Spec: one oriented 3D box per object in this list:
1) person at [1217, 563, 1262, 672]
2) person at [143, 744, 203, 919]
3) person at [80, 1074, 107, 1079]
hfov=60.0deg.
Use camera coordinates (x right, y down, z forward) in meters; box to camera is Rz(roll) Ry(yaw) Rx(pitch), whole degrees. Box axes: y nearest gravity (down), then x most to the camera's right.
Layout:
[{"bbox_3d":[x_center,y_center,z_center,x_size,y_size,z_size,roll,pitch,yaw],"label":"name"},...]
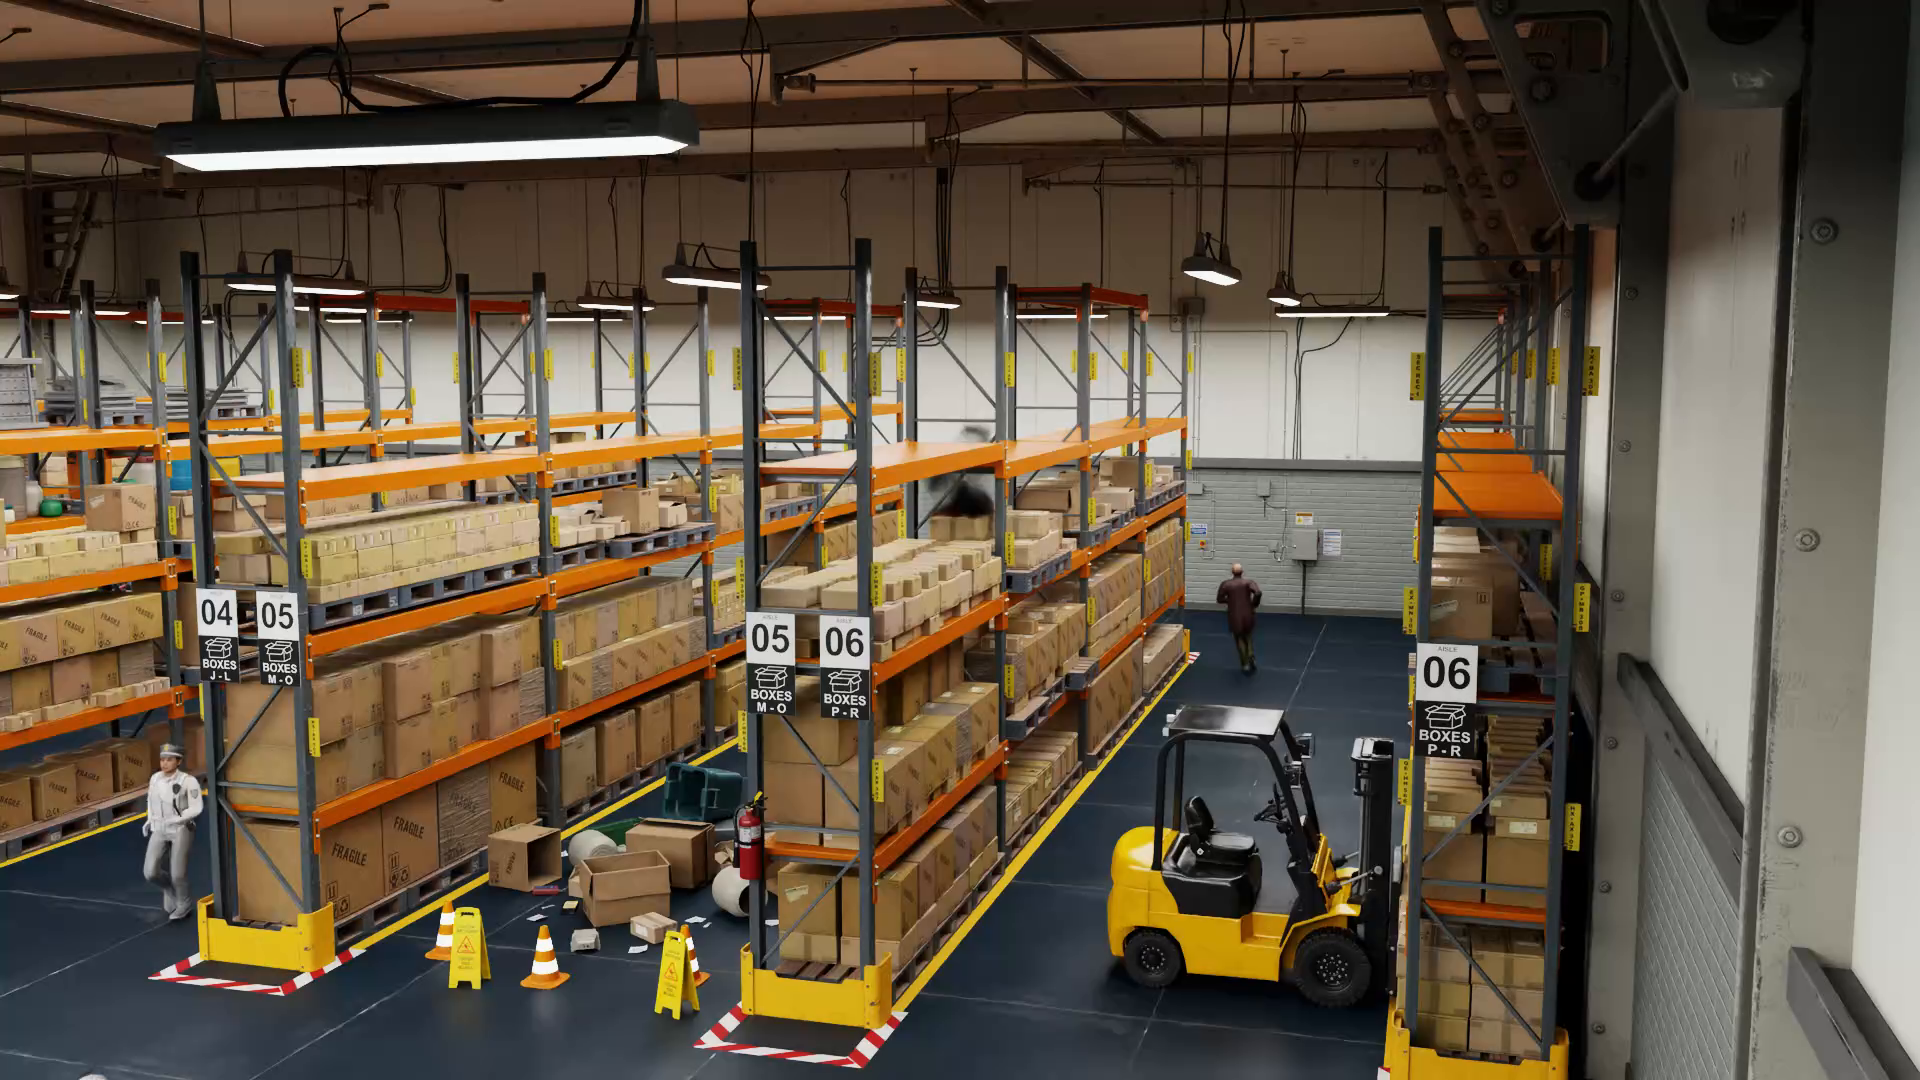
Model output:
[{"bbox_3d":[4.543,1.268,27.139,0.702,1.776,0.650,1,6,5],"label":"person"},{"bbox_3d":[-7.177,2.656,15.099,0.600,1.651,0.538,0,6,3],"label":"person"},{"bbox_3d":[-4.285,3.440,8.264,0.616,1.624,0.737,-3,7,-26],"label":"person"}]
